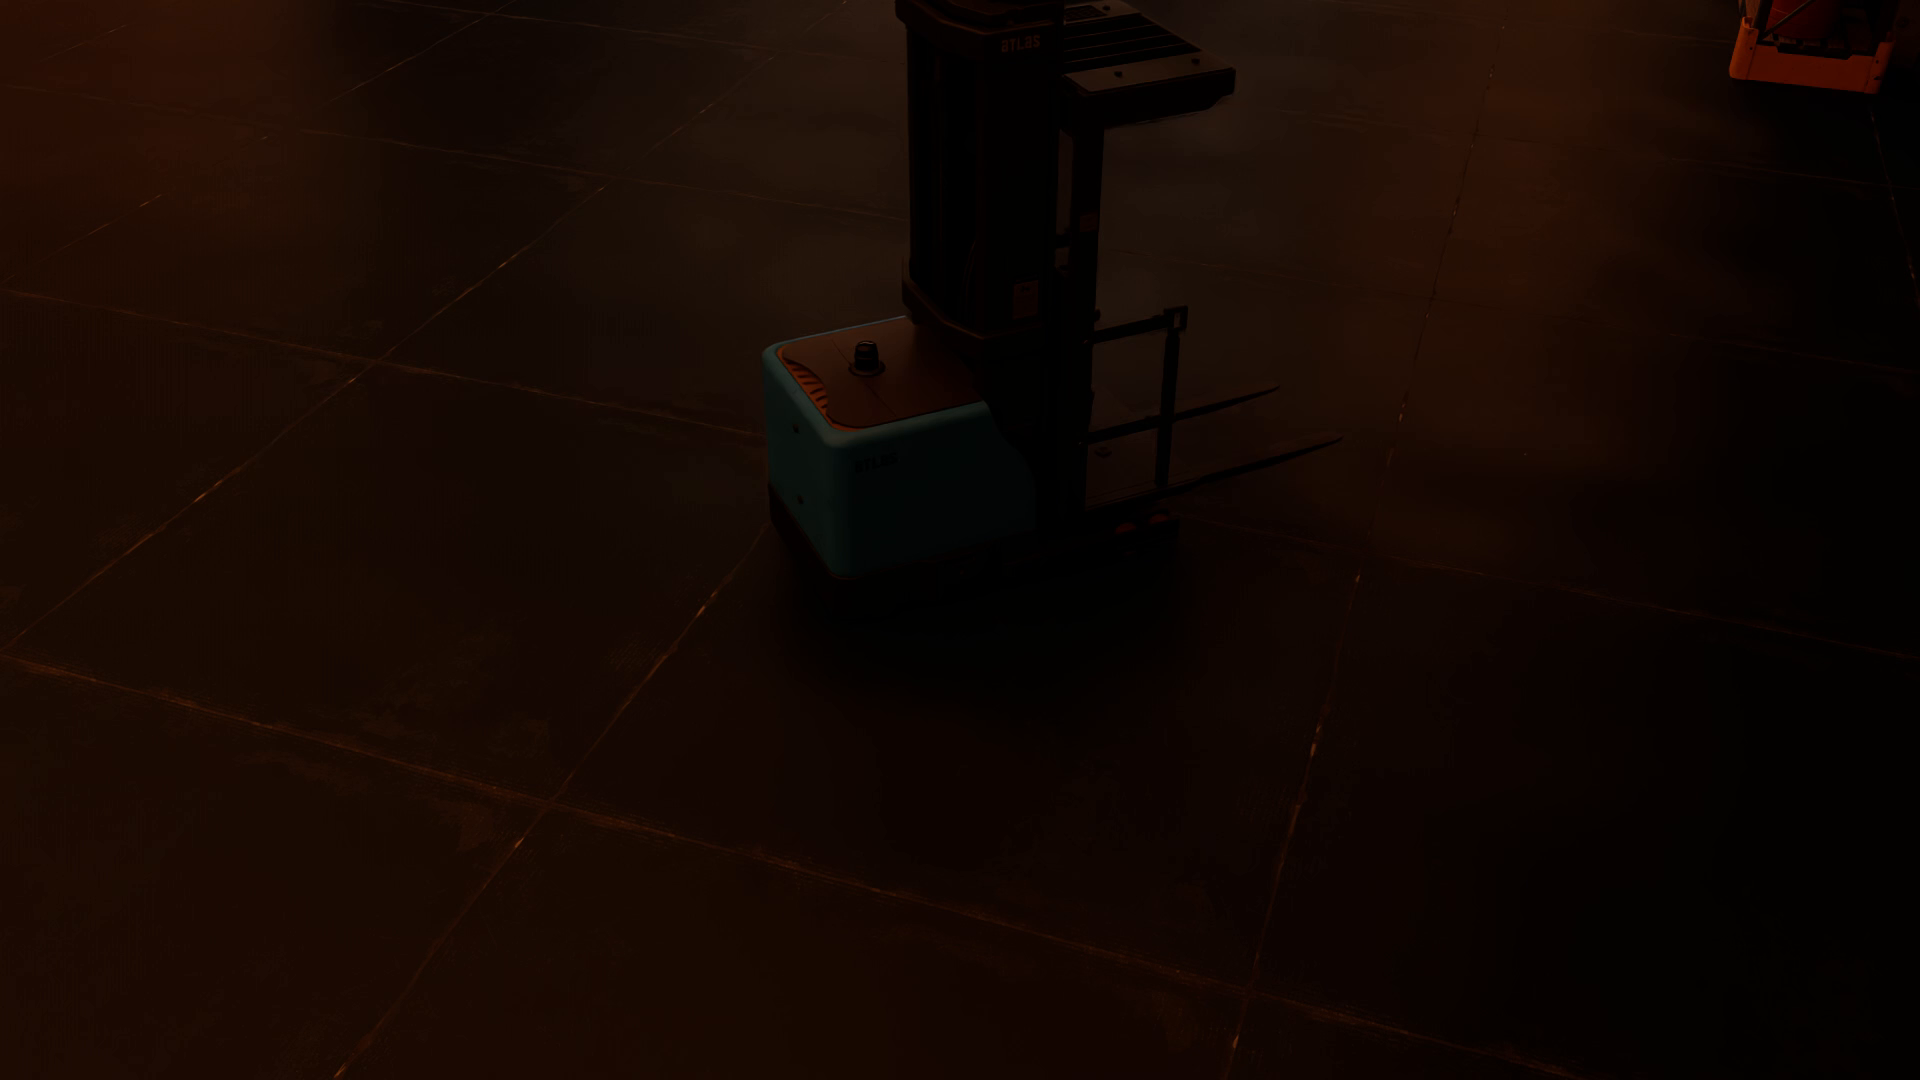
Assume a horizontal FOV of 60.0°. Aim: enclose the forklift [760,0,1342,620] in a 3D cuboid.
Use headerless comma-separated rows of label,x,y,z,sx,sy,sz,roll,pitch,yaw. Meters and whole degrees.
forklift,0.570,-1.380,8.057,3.031,2.935,1.130,-15,38,-20
